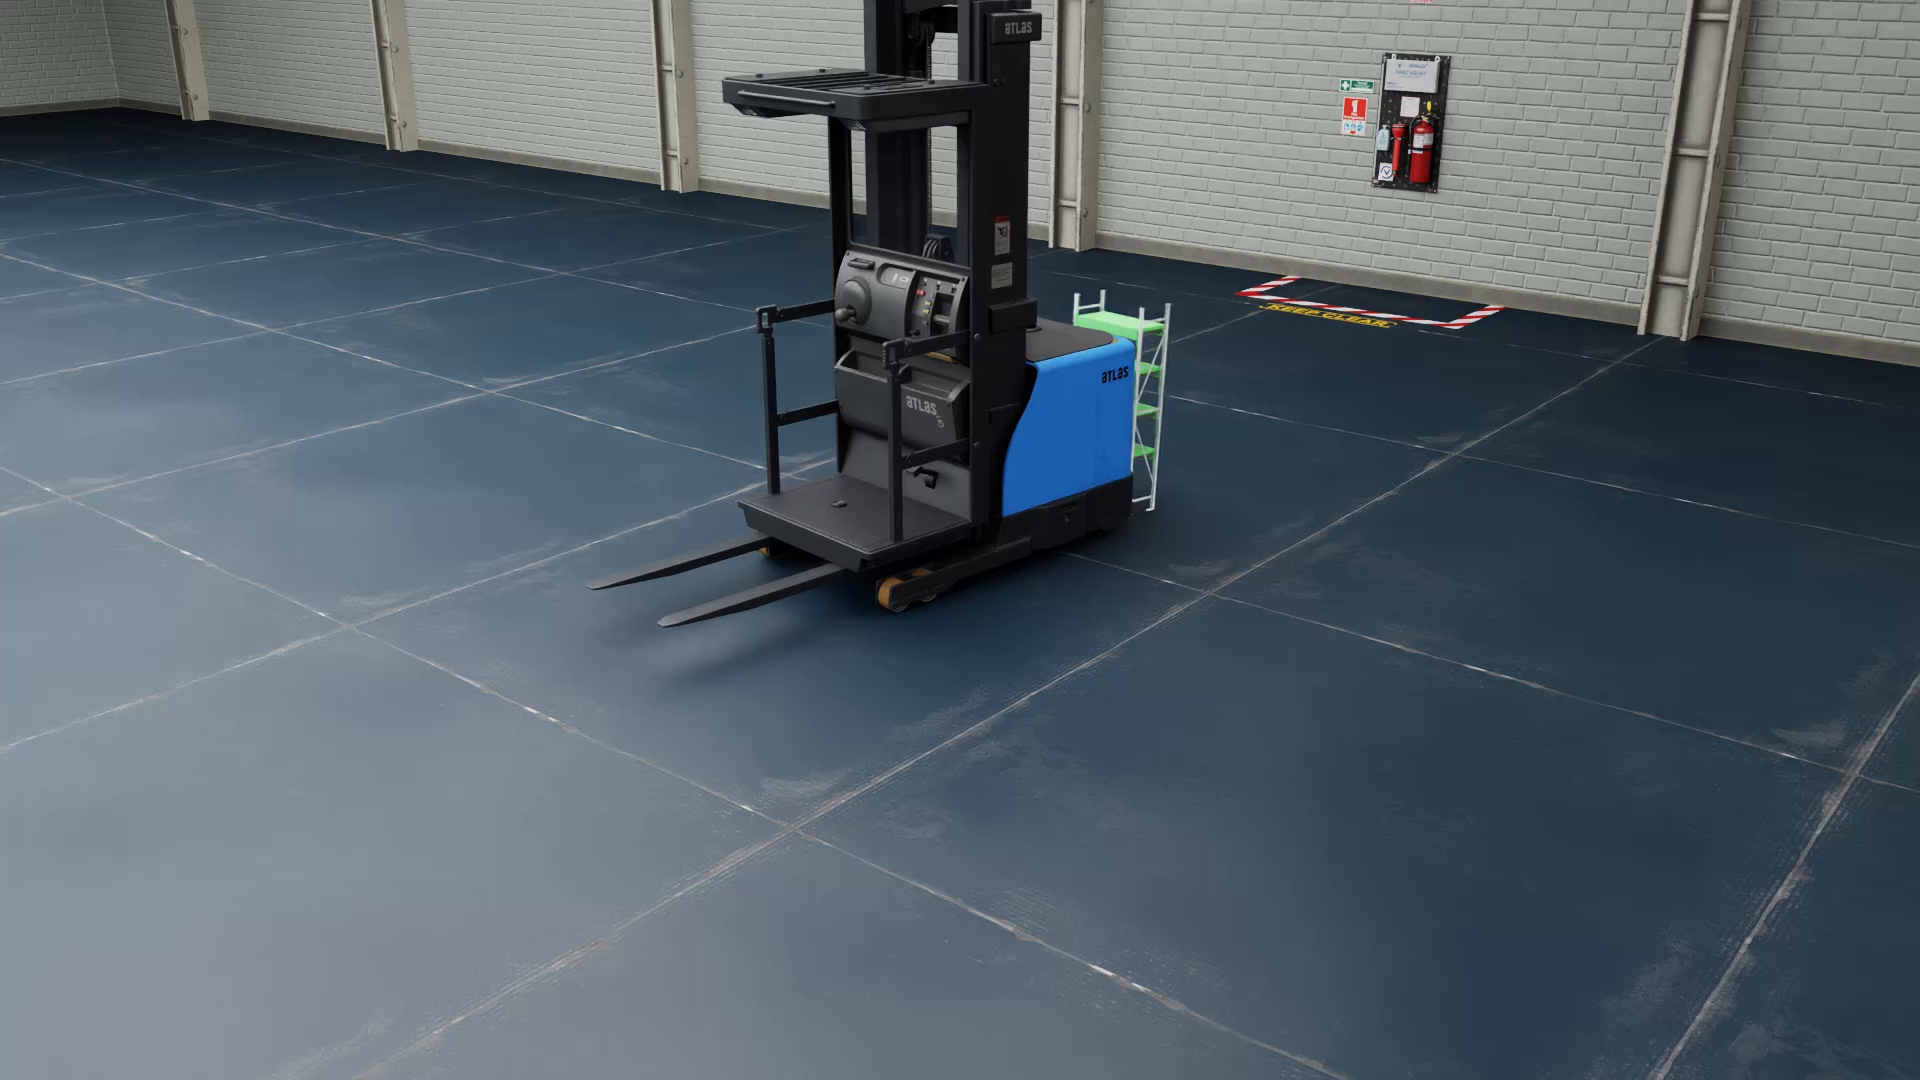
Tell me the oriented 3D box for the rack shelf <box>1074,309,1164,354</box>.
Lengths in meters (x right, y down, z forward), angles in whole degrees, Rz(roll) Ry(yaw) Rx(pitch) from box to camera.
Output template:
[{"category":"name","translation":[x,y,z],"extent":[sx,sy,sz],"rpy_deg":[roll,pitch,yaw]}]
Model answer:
[{"category":"rack shelf","translation":[0.904,-1.180,9.401],"extent":[0.258,0.148,0.480],"rpy_deg":[-15,25,-41]}]

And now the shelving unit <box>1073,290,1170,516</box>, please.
[{"category":"shelving unit","translation":[0.888,-0.786,9.534],"extent":[0.258,1.200,0.503],"rpy_deg":[-15,25,-41]}]

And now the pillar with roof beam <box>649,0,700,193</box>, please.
[{"category":"pillar with roof beam","translation":[-6.206,-7.404,16.047],"extent":[0.400,9.000,9.100],"rpy_deg":[16,26,36]}]

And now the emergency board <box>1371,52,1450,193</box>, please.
[{"category":"emergency board","translation":[3.922,-3.658,14.617],"extent":[0.643,1.169,0.194],"rpy_deg":[16,26,36]}]

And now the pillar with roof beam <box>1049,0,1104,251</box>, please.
[{"category":"pillar with roof beam","translation":[-1.558,-6.065,12.498],"extent":[0.400,9.000,9.100],"rpy_deg":[16,26,36]}]

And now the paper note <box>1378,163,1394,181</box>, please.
[{"category":"paper note","translation":[3.829,-3.304,14.927],"extent":[0.142,0.148,0.016],"rpy_deg":[16,26,36]}]

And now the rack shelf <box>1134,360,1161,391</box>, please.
[{"category":"rack shelf","translation":[0.895,-0.953,9.478],"extent":[0.258,0.148,0.480],"rpy_deg":[-15,25,-41]}]

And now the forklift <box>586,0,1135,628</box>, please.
[{"category":"forklift","translation":[-0.455,-1.222,8.254],"extent":[3.031,2.935,1.130],"rpy_deg":[-18,27,-40]}]

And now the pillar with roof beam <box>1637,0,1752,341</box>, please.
[{"category":"pillar with roof beam","translation":[3.090,-4.726,8.948],"extent":[0.400,9.000,9.100],"rpy_deg":[16,26,36]}]

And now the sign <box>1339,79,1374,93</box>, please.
[{"category":"sign","translation":[3.557,-4.071,14.910],"extent":[0.331,0.109,0.001],"rpy_deg":[16,26,36]}]

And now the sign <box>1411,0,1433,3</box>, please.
[{"category":"sign","translation":[3.979,-4.772,14.285],"extent":[0.199,0.298,0.001],"rpy_deg":[16,26,36]}]

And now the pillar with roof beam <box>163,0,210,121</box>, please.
[{"category":"pillar with roof beam","translation":[-15.503,-10.081,23.147],"extent":[0.400,9.000,9.100],"rpy_deg":[16,26,36]}]

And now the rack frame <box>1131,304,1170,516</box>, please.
[{"category":"rack frame","translation":[1.055,-0.723,9.367],"extent":[0.240,1.200,0.015],"rpy_deg":[-15,25,-41]}]

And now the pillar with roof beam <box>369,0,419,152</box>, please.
[{"category":"pillar with roof beam","translation":[-10.855,-8.742,19.597],"extent":[0.400,9.000,9.100],"rpy_deg":[16,26,36]}]

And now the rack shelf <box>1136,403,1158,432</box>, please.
[{"category":"rack shelf","translation":[0.886,-0.726,9.555],"extent":[0.258,0.148,0.480],"rpy_deg":[-15,25,-41]}]

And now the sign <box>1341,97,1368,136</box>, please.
[{"category":"sign","translation":[3.559,-3.826,15.012],"extent":[0.234,0.329,0.001],"rpy_deg":[16,26,36]}]

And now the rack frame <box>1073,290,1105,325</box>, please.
[{"category":"rack frame","translation":[0.722,-0.849,9.701],"extent":[0.240,1.200,0.015],"rpy_deg":[-15,25,-41]}]

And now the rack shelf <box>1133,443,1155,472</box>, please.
[{"category":"rack shelf","translation":[0.877,-0.499,9.631],"extent":[0.258,0.148,0.480],"rpy_deg":[-15,25,-41]}]
